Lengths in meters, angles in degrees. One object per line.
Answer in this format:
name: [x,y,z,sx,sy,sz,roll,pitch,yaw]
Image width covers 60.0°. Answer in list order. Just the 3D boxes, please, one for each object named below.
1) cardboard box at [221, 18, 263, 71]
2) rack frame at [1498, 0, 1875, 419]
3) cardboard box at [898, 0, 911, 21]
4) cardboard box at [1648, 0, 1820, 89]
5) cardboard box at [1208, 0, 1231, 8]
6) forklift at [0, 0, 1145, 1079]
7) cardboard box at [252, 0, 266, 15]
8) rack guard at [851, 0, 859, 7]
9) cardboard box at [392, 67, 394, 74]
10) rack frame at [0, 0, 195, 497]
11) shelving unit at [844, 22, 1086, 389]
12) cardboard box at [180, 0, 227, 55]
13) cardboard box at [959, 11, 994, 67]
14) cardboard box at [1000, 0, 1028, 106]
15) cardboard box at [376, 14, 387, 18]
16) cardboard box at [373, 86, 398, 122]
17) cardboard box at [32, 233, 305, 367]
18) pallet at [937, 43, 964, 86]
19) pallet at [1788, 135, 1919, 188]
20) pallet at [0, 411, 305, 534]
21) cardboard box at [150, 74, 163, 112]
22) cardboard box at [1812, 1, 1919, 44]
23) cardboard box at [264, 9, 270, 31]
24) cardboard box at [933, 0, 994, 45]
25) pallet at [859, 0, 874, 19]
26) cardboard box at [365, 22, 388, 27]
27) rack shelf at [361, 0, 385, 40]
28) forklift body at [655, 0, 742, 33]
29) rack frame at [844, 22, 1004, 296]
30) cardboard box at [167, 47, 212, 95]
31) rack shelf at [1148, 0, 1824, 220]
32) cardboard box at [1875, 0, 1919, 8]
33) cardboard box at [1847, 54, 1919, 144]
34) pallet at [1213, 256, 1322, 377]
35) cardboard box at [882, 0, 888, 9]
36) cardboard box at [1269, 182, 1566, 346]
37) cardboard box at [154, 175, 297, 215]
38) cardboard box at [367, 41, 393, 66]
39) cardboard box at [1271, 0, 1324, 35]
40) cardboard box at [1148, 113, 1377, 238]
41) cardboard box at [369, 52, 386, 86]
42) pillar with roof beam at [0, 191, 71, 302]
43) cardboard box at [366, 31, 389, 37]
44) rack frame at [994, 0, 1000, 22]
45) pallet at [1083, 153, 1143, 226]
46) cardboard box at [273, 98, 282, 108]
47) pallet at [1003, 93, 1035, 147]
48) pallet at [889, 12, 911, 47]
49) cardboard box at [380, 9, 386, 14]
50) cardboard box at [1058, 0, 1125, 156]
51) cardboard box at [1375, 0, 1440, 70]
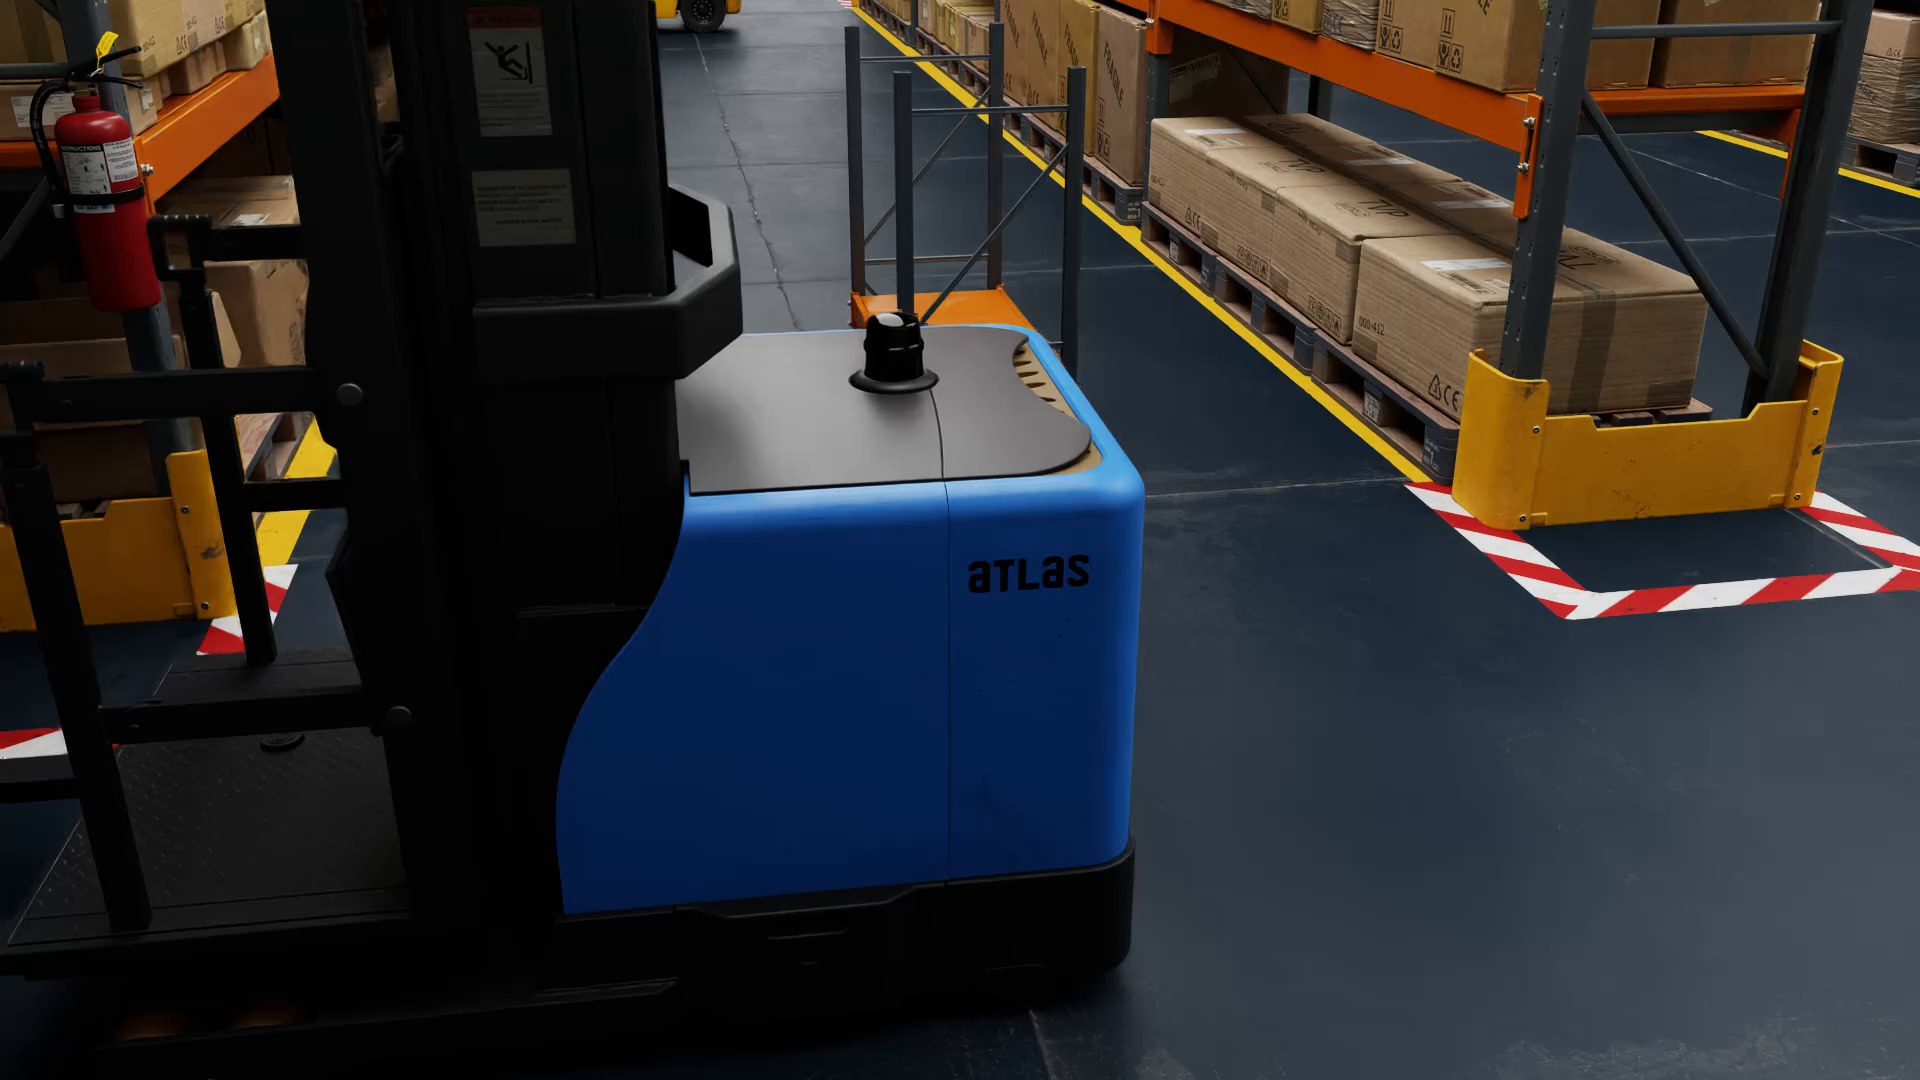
cardboard box: [-2.619,-1.696,5.700,0.380,0.149,0.250,-5,24,-11]
rack frame: [2.238,-1.520,4.983,1.000,3.000,0.127,-4,24,-10]
cardboard box: [-0.354,-5.385,16.743,0.500,0.250,0.500,-3,24,-7]
cardboard box: [2.432,-1.776,5.444,0.500,0.500,0.500,-4,24,-10]
cardboard box: [1.417,-2.737,7.644,0.500,0.500,0.500,-4,24,-9]
forklift: [-1.229,-0.567,2.885,3.031,2.935,1.130,-4,24,-8]
cardboard box: [-2.764,-2.014,5.930,0.500,0.250,0.500,-5,24,-11]
rack guard: [-0.706,-6.638,19.824,1.175,0.500,0.348,-4,24,-10]
cardboard box: [-3.533,-2.588,10.027,0.500,0.500,0.500,-5,24,-12]
rack frame: [-2.639,-1.151,4.138,1.000,3.000,0.127,-4,24,-10]
shelving unit: [-0.014,-0.717,5.018,0.587,1.500,1.083,-4,24,-10]
cardboard box: [-2.552,-1.616,5.017,0.500,0.250,0.500,-4,24,-9]
cardboard box: [0.520,-4.168,13.803,0.950,0.372,0.625,-5,24,-11]
cardboard box: [0.805,-3.608,11.893,0.875,0.875,0.875,-5,24,-10]
cardboard box: [-3.778,-3.467,11.228,0.380,0.149,0.250,-5,24,-12]
cardboard box: [-3.355,-2.187,9.109,0.500,0.500,0.500,-5,24,-10]
cardboard box: [-2.779,-0.785,5.898,0.700,0.500,0.500,-3,24,-8]
pallet: [0.394,-4.175,14.546,1.003,0.211,1.213,-4,24,-10]
pallet: [6.199,-2.528,10.774,1.003,0.211,1.213,-4,24,-10]
pallet: [-2.801,-0.217,5.483,1.003,0.211,1.213,-4,24,-10]
cardboard box: [-2.523,-1.282,4.752,0.380,0.149,0.250,-4,24,-8]
cardboard box: [5.877,-3.368,10.874,0.500,0.250,0.500,-3,24,-7]
cardboard box: [-2.833,-2.098,6.620,0.380,0.149,0.250,-5,24,-11]
cardboard box: [0.255,-4.740,15.113,0.950,0.372,0.625,-3,24,-6]
pallet: [-0.591,-6.184,19.145,1.003,0.211,1.213,-4,24,-10]
cardboard box: [-3.692,-3.255,10.743,0.380,0.149,0.250,-5,24,-12]
rack shelf: [-3.748,-3.182,9.686,1.077,0.370,4.000,-4,24,-10]
forklift body: [-3.454,-6.445,17.319,2.313,2.155,1.214,-4,24,-10]
rack frame: [-0.110,-0.921,5.484,0.500,1.500,0.032,-4,24,-10]
cardboard box: [-2.592,-1.487,5.221,0.380,0.149,0.250,-4,24,-8]
rack shelf: [1.869,-1.977,6.928,1.077,0.370,4.000,-4,24,-10]
cardboard box: [6.367,-3.410,10.971,0.500,0.250,0.500,-4,24,-8]
cardboard box: [5.960,-2.819,10.555,0.500,0.500,0.500,-5,24,-11]
pallet: [1.791,-1.030,7.344,1.003,0.211,1.213,-4,24,-10]
cardboard box: [-0.552,-5.794,17.680,0.500,0.250,0.500,-4,24,-9]
cardboard box: [1.841,-1.150,6.812,0.875,0.438,0.875,-4,24,-8]
cardboard box: [-2.971,-1.193,6.833,0.700,0.500,0.500,-5,24,-12]
cardboard box: [-3.565,-2.843,9.799,0.380,0.149,0.250,-4,24,-10]
cardboard box: [1.598,-2.338,6.731,0.500,0.500,0.500,-4,24,-8]
cardboard box: [1.509,-1.857,8.430,0.875,0.438,0.875,-5,24,-11]
cardboard box: [-3.443,-2.641,9.337,0.380,0.149,0.250,-4,24,-10]
pillar with roof beam: [0.095,-5.452,6.490,9.100,9.000,0.400,-4,24,-10]
cardboard box: [-3.641,-3.050,10.273,0.380,0.149,0.250,-5,24,-11]
rack frame: [0.759,-4.667,12.188,1.000,3.000,0.127,-4,24,-10]
pallet: [1.282,-2.114,9.826,1.003,0.211,1.213,-4,24,-10]
cardboard box: [-3.843,-2.139,8.998,0.500,0.500,0.500,-5,24,-12]
pallet: [0.831,-3.073,12.023,1.003,0.211,1.213,-4,24,-10]
pallet: [-0.140,-5.224,16.947,1.003,0.211,1.213,-4,24,-10]
cardboard box: [-4.220,-3.649,12.298,0.875,0.625,0.625,-4,24,-8]
cardboard box: [1.131,-2.905,10.283,0.875,0.875,0.875,-4,24,-8]
cardboard box: [1.811,-1.935,5.807,0.500,0.500,0.500,-5,24,-11]
